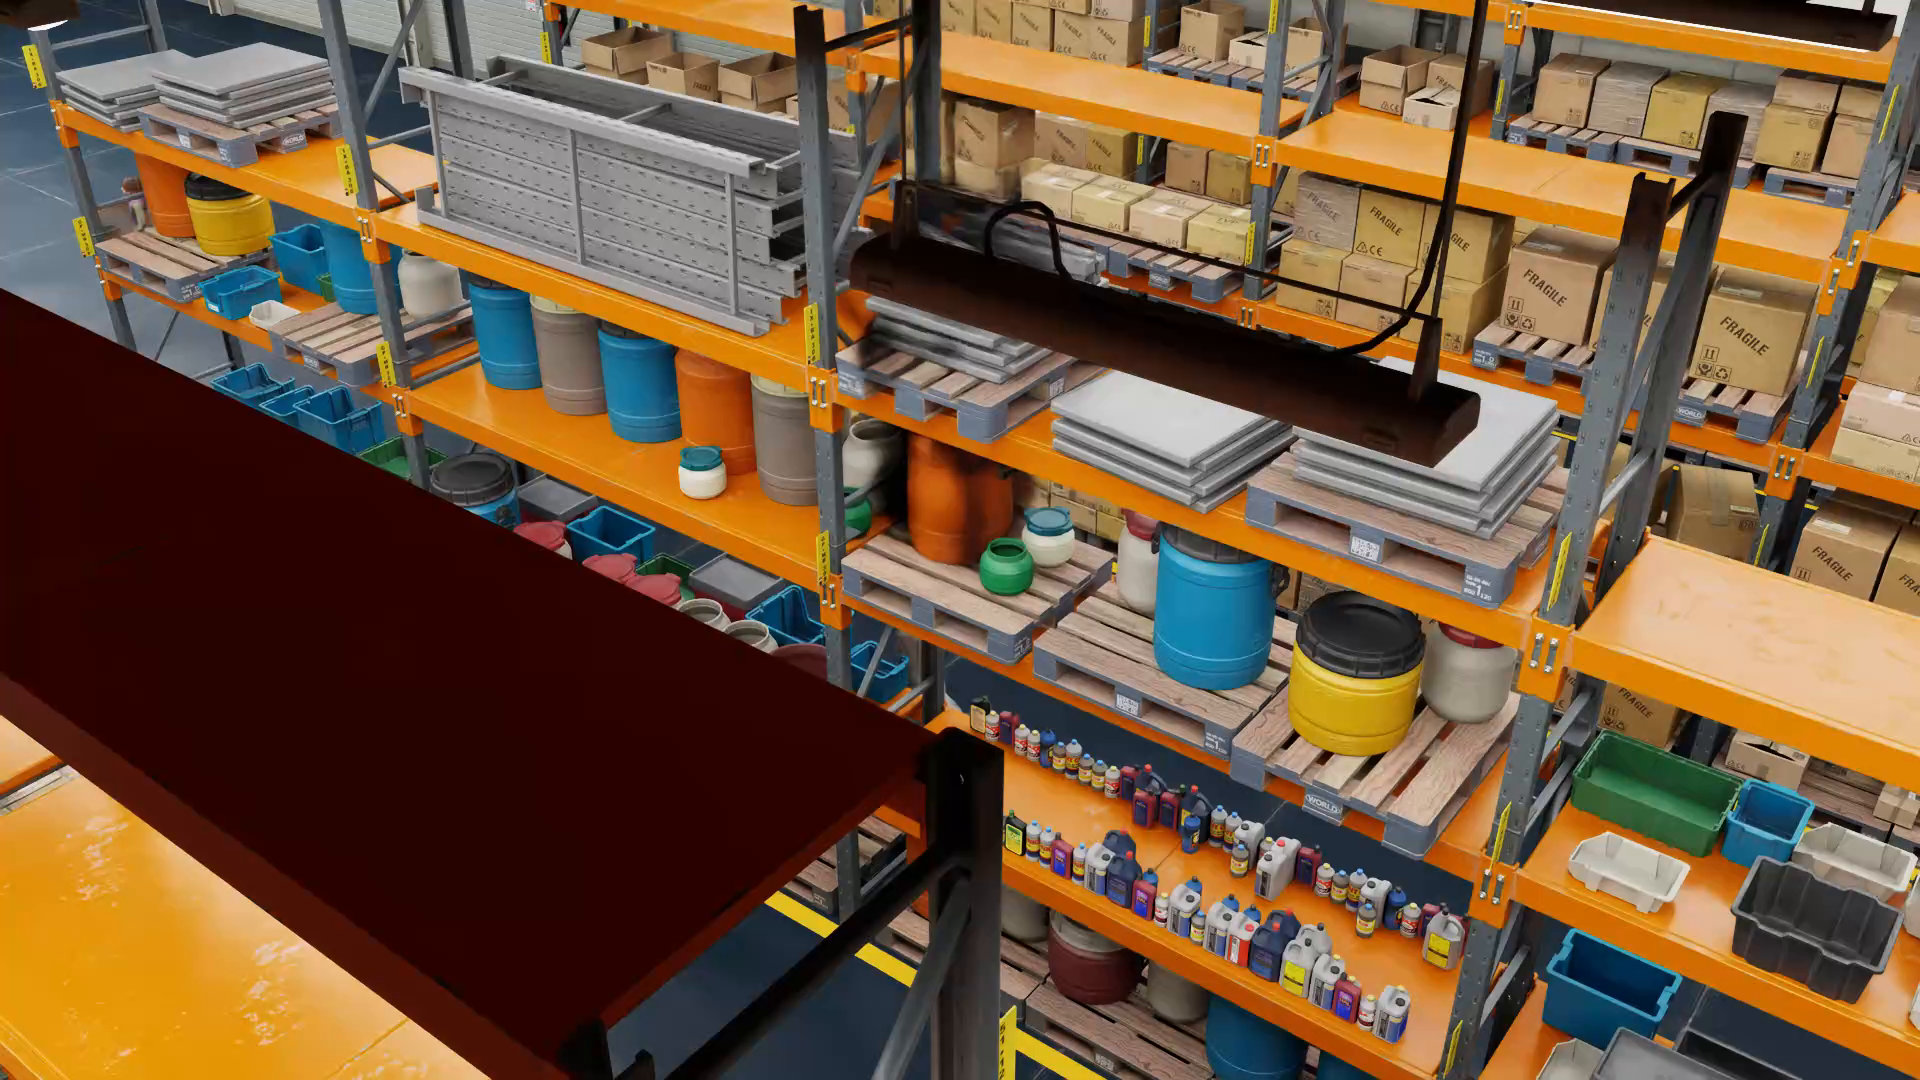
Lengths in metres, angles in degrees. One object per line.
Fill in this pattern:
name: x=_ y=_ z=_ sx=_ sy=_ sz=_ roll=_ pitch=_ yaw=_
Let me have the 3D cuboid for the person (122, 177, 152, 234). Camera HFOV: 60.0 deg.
person: x=-9.580 y=-3.476 z=19.459 sx=0.592 sy=1.549 sz=0.522 roll=-16 pitch=35 yaw=-25

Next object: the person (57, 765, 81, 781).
person: x=-5.739 y=1.682 z=10.862 sx=0.909 sy=1.814 sz=0.613 roll=12 pitch=33 yaw=19

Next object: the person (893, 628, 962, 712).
person: x=-0.322 y=0.676 z=12.524 sx=0.969 sy=1.655 sz=0.564 roll=20 pitch=36 yaw=29
